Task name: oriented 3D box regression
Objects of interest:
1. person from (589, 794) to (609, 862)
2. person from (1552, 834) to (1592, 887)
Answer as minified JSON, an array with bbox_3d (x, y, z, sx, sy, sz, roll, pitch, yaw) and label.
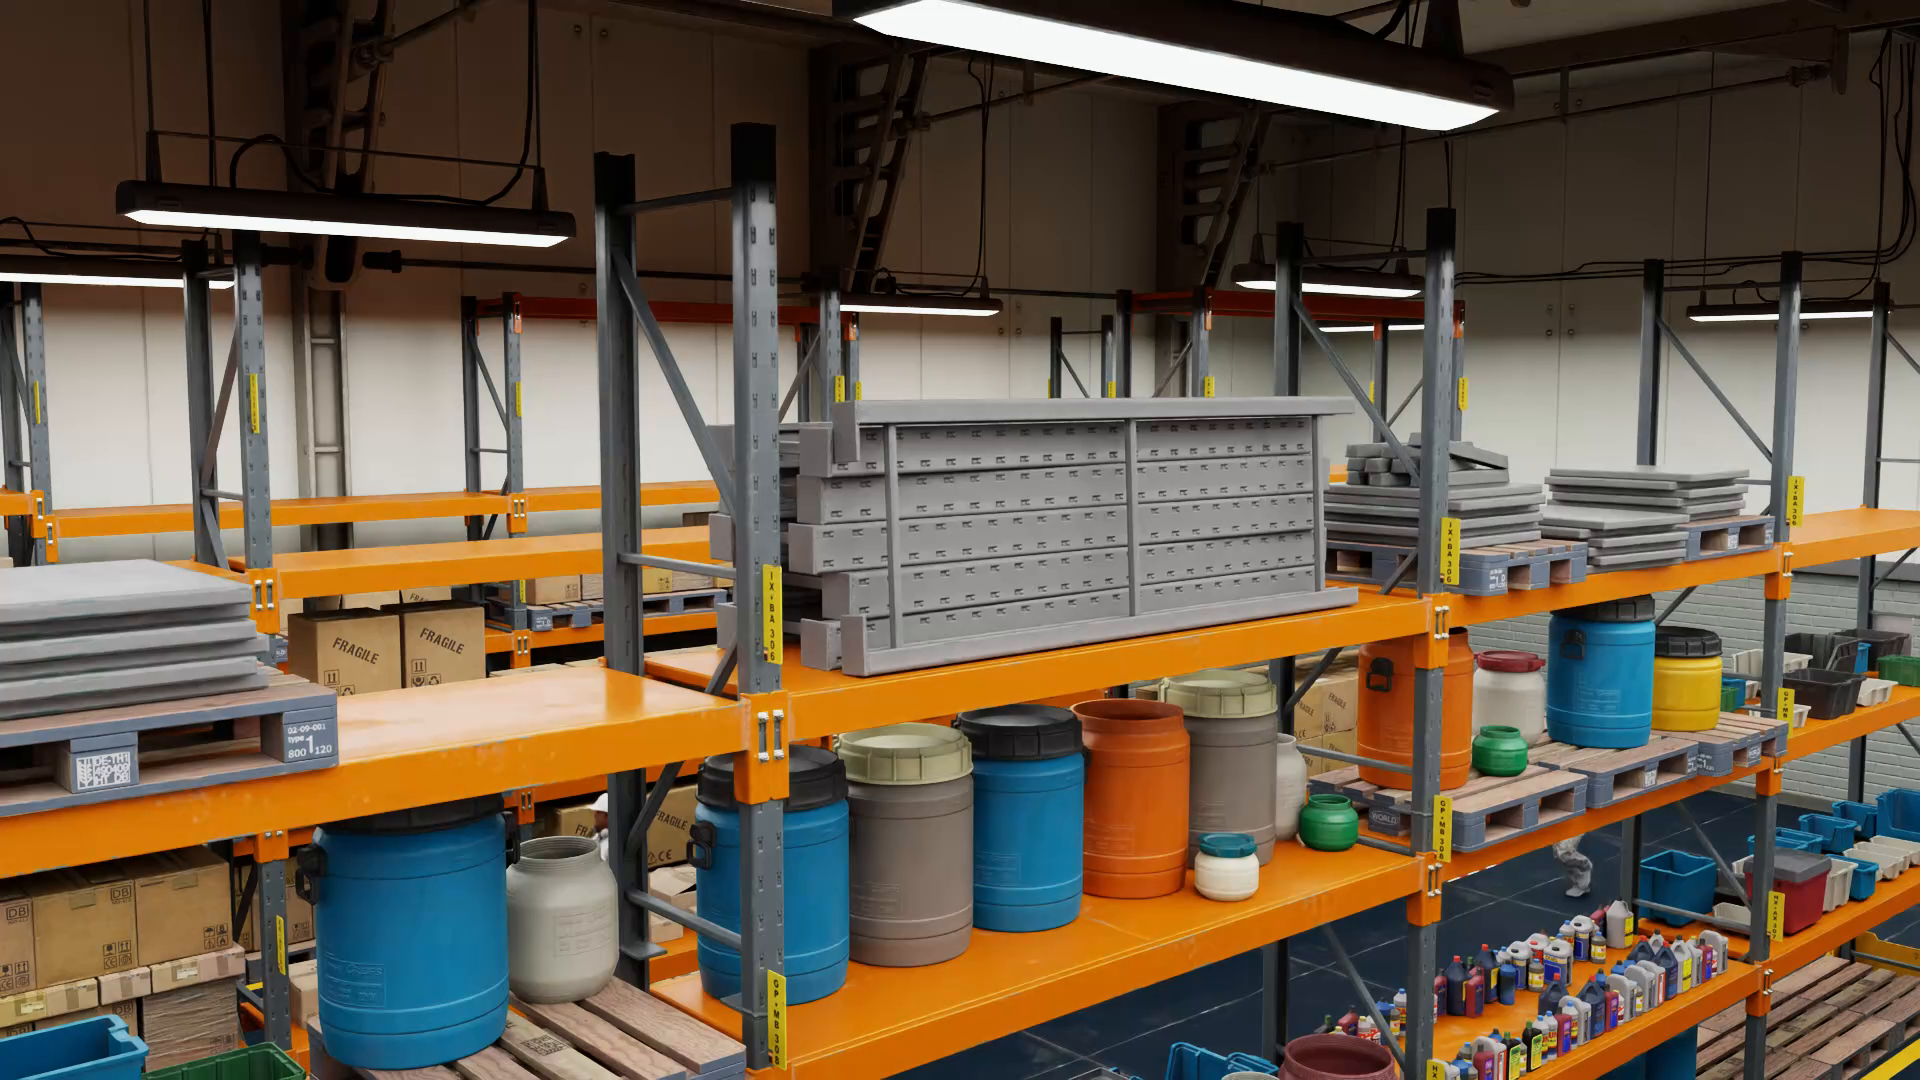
[{"bbox_3d":[-2.908,2.941,13.795,0.651,1.683,0.590,-3,6,-28],"label":"person"},{"bbox_3d":[6.113,2.726,16.630,0.620,1.622,0.728,-3,6,-32],"label":"person"}]
